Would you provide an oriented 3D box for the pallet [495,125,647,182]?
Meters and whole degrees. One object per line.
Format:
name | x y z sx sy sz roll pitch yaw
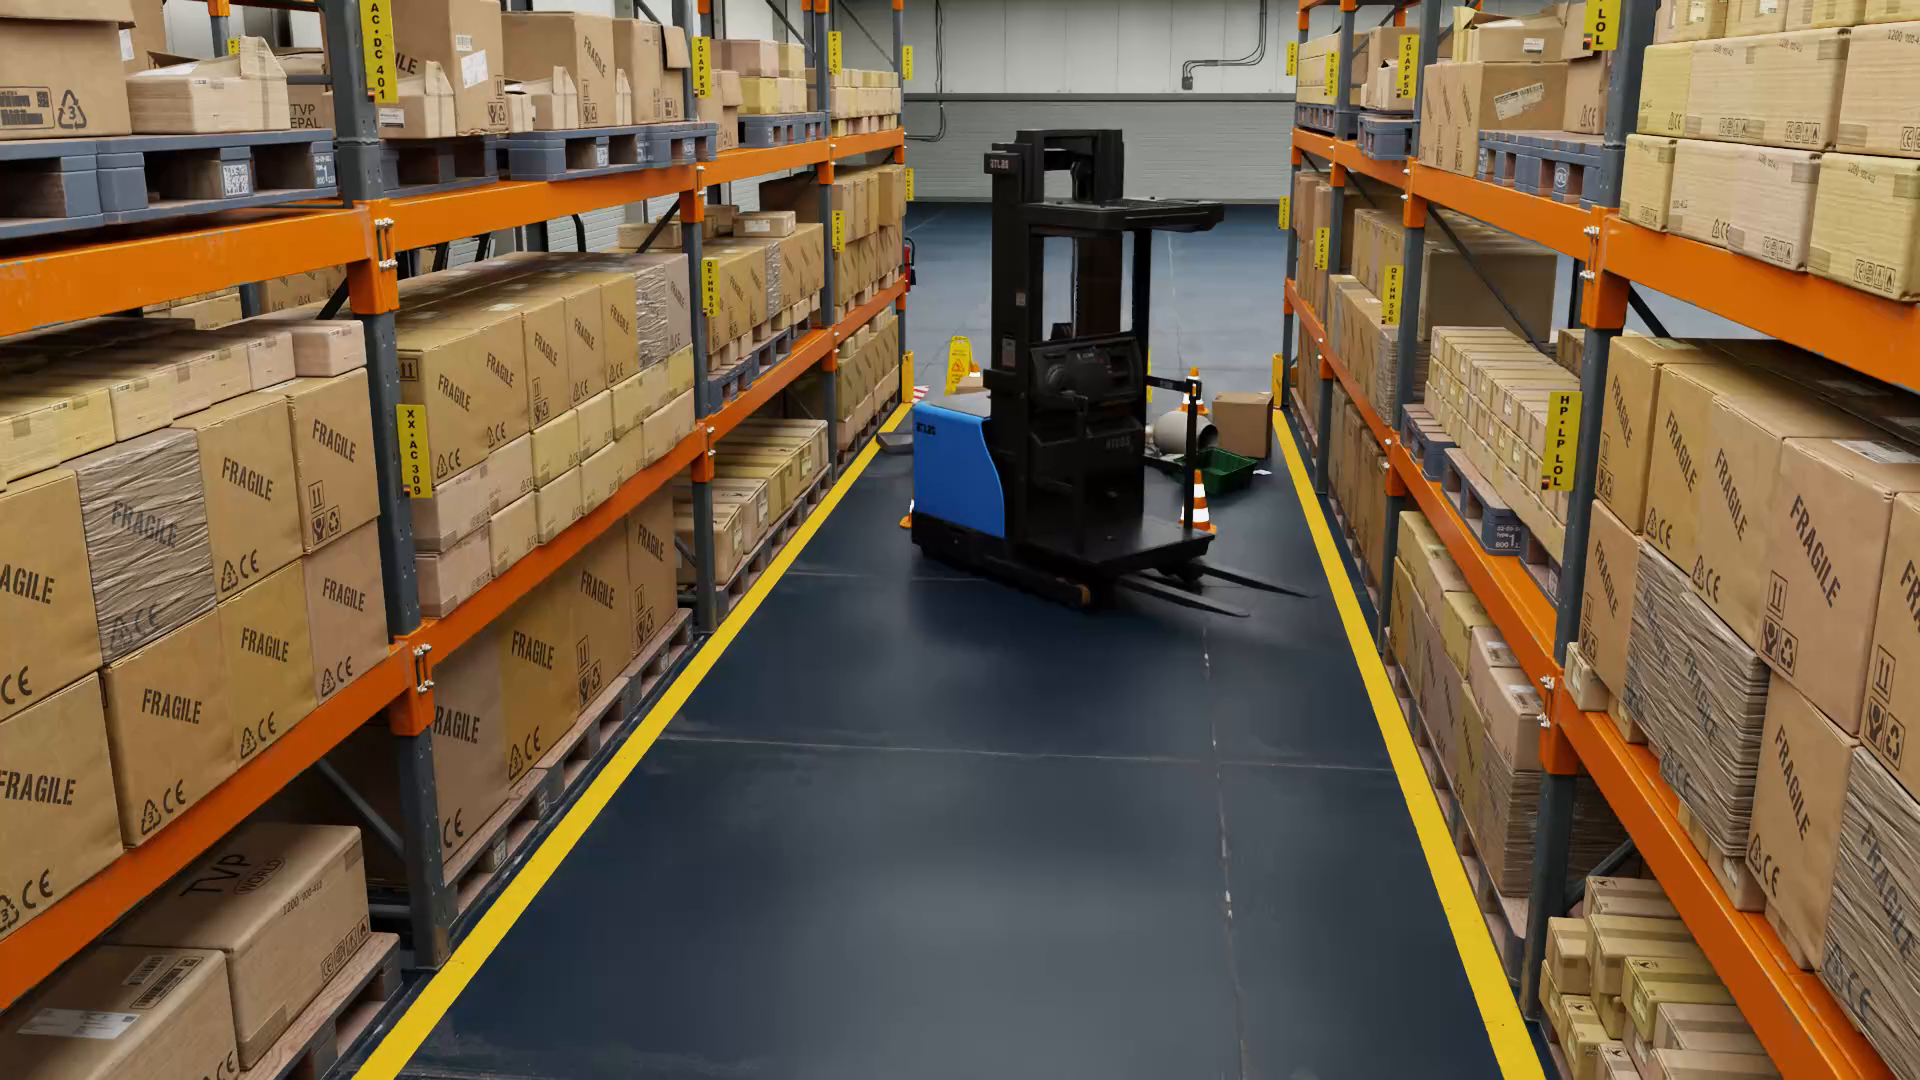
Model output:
pallet | -2.125 -1.800 7.688 1.003 0.211 1.213 2 15 9

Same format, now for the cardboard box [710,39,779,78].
cardboard box | -1.563 -3.340 11.545 0.500 0.250 0.500 2 15 7

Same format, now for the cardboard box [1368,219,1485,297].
cardboard box | 3.236 -1.957 11.547 0.700 0.500 0.500 2 15 7

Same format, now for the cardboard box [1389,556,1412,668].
cardboard box | 2.615 0.398 8.929 0.500 0.500 0.500 1 15 4

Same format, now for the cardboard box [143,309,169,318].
cardboard box | -6.397 -1.615 12.677 0.500 0.250 0.500 2 15 7

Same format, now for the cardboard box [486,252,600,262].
cardboard box | -2.280 -1.312 9.161 0.500 0.500 0.500 1 15 4

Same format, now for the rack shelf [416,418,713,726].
rack shelf | -2.207 -0.036 7.927 1.077 0.370 4.000 2 15 6

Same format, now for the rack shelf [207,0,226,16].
rack shelf | -6.689 -3.922 11.569 1.077 0.370 4.000 2 15 6

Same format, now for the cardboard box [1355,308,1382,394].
cardboard box | 2.846 -1.214 10.715 0.500 0.500 0.500 1 15 5

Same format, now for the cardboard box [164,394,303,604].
cardboard box | -2.277 -0.134 4.802 0.500 0.500 0.500 1 15 5

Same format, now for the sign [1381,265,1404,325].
sign | 2.396 -1.357 9.215 0.100 0.325 0.005 2 15 6

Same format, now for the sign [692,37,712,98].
sign | -1.431 -2.619 9.213 0.100 0.325 0.005 2 15 6

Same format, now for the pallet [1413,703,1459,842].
pallet | 2.718 1.082 7.756 1.003 0.211 1.213 2 15 6

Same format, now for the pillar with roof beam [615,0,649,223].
pillar with roof beam | -1.354 -8.849 27.650 9.100 9.000 0.400 2 15 6

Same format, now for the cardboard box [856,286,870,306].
cardboard box | -1.023 -2.222 15.114 0.380 0.149 0.250 2 15 7

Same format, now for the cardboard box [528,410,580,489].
cardboard box | -1.989 -0.405 7.244 0.500 0.250 0.500 2 15 7

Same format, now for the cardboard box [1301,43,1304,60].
cardboard box | 3.468 -4.678 15.926 0.380 0.149 0.250 2 15 7

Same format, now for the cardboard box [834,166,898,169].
cardboard box | -0.984 -3.381 16.244 0.700 0.500 0.500 2 15 7

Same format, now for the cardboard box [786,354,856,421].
cardboard box | -1.196 -1.322 14.330 0.500 0.500 0.500 2 15 9

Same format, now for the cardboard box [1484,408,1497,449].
cardboard box | 2.524 -0.484 7.311 0.380 0.149 0.250 2 15 8

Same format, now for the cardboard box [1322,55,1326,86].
cardboard box | 3.257 -3.856 13.652 0.500 0.250 0.500 2 15 6

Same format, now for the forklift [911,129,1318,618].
forklift | 0.966 -1.117 10.679 1.130 2.935 3.031 -12 19 -37

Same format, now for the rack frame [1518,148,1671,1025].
rack frame | 2.497 0.255 5.472 1.000 3.000 0.127 2 15 6

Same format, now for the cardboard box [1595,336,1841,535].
cardboard box | 2.204 -0.310 4.883 0.500 0.500 0.500 2 15 8

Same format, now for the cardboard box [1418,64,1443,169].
cardboard box | 2.619 -2.138 8.385 0.500 0.500 0.500 2 15 6

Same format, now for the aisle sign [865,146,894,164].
aisle sign | -0.784 -4.239 17.113 0.394 0.787 0.004 2 15 6

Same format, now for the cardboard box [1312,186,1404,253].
cardboard box | 3.422 -2.654 13.875 0.875 0.550 0.550 2 15 6

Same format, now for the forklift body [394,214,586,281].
forklift body | -4.413 -2.167 16.055 2.313 2.155 1.214 2 15 6

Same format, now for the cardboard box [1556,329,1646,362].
cardboard box | 3.348 -1.010 8.689 0.380 0.149 0.250 1 15 4

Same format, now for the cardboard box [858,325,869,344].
cardboard box | -1.038 -1.869 15.111 0.380 0.149 0.250 3 15 9

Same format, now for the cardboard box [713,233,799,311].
cardboard box | -1.473 -1.945 12.043 0.500 0.500 0.500 2 15 8

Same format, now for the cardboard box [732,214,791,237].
cardboard box | -1.431 -2.270 12.001 0.380 0.149 0.250 1 15 4

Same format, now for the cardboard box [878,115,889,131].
cardboard box | -0.901 -4.069 16.199 0.380 0.149 0.250 2 15 8

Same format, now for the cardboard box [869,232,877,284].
cardboard box | -1.064 -2.629 15.378 0.500 0.500 0.500 2 15 7

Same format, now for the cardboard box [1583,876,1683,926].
cardboard box | 2.252 1.225 5.404 0.380 0.149 0.250 2 15 9

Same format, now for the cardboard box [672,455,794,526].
cardboard box | -1.742 -0.371 12.015 0.950 0.372 0.625 2 15 8

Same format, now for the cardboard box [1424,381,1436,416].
cardboard box | 2.697 -0.754 8.879 0.380 0.149 0.250 1 15 5

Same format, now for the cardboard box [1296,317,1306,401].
cardboard box | 3.840 -1.856 16.547 0.875 0.875 0.875 2 15 7

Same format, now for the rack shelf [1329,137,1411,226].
rack shelf | 3.174 -2.402 10.929 1.077 0.370 4.000 2 15 6

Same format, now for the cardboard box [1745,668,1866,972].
cardboard box | 2.018 0.582 3.501 0.500 0.500 0.500 2 15 9

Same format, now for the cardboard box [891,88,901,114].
cardboard box | -0.869 -4.355 16.493 0.500 0.250 0.500 2 15 6

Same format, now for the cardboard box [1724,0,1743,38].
cardboard box | 2.187 -1.350 4.226 0.380 0.149 0.250 2 15 6

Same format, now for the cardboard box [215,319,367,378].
cardboard box | -2.152 -0.619 5.356 0.380 0.149 0.250 1 15 5

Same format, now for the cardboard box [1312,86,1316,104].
cardboard box | 3.294 -3.897 14.567 0.380 0.149 0.250 2 15 6

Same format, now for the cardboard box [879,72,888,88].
cardboard box | -0.902 -4.460 16.115 0.380 0.149 0.250 2 15 6

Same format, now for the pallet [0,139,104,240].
pallet | -2.676 -0.742 3.584 1.003 0.211 1.213 2 15 6

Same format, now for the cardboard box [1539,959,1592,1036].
cardboard box | 2.136 1.514 5.475 0.380 0.149 0.250 1 15 4

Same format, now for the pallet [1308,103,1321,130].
pallet | 3.642 -3.752 14.716 1.003 0.211 1.213 2 15 6

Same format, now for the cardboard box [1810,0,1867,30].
cardboard box | 2.027 -1.146 3.475 0.380 0.149 0.250 2 15 9

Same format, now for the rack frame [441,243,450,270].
rack frame | -6.012 -3.122 17.961 1.000 3.000 0.127 2 15 6

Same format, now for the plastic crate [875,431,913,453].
plastic crate | -0.539 -0.913 15.385 0.402 0.080 0.583 -4 16 -13

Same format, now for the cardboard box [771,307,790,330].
cardboard box | -1.444 -1.615 12.065 0.380 0.149 0.250 2 15 6

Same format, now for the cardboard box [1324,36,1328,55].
cardboard box | 3.210 -4.082 13.723 0.380 0.149 0.250 2 15 7

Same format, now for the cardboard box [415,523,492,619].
cardboard box | -2.121 0.102 6.327 0.500 0.250 0.500 1 15 5

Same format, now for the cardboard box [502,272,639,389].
cardboard box | -1.893 -1.029 8.114 0.500 0.500 0.500 2 15 6

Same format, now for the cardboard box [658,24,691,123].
cardboard box | -1.874 -2.500 8.913 0.797 0.503 0.637 1 15 3

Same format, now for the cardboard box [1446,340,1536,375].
cardboard box | 2.644 -0.904 8.294 0.380 0.149 0.250 2 15 6

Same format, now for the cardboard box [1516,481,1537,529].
cardboard box | 2.432 -0.132 6.581 0.380 0.149 0.250 1 15 3
